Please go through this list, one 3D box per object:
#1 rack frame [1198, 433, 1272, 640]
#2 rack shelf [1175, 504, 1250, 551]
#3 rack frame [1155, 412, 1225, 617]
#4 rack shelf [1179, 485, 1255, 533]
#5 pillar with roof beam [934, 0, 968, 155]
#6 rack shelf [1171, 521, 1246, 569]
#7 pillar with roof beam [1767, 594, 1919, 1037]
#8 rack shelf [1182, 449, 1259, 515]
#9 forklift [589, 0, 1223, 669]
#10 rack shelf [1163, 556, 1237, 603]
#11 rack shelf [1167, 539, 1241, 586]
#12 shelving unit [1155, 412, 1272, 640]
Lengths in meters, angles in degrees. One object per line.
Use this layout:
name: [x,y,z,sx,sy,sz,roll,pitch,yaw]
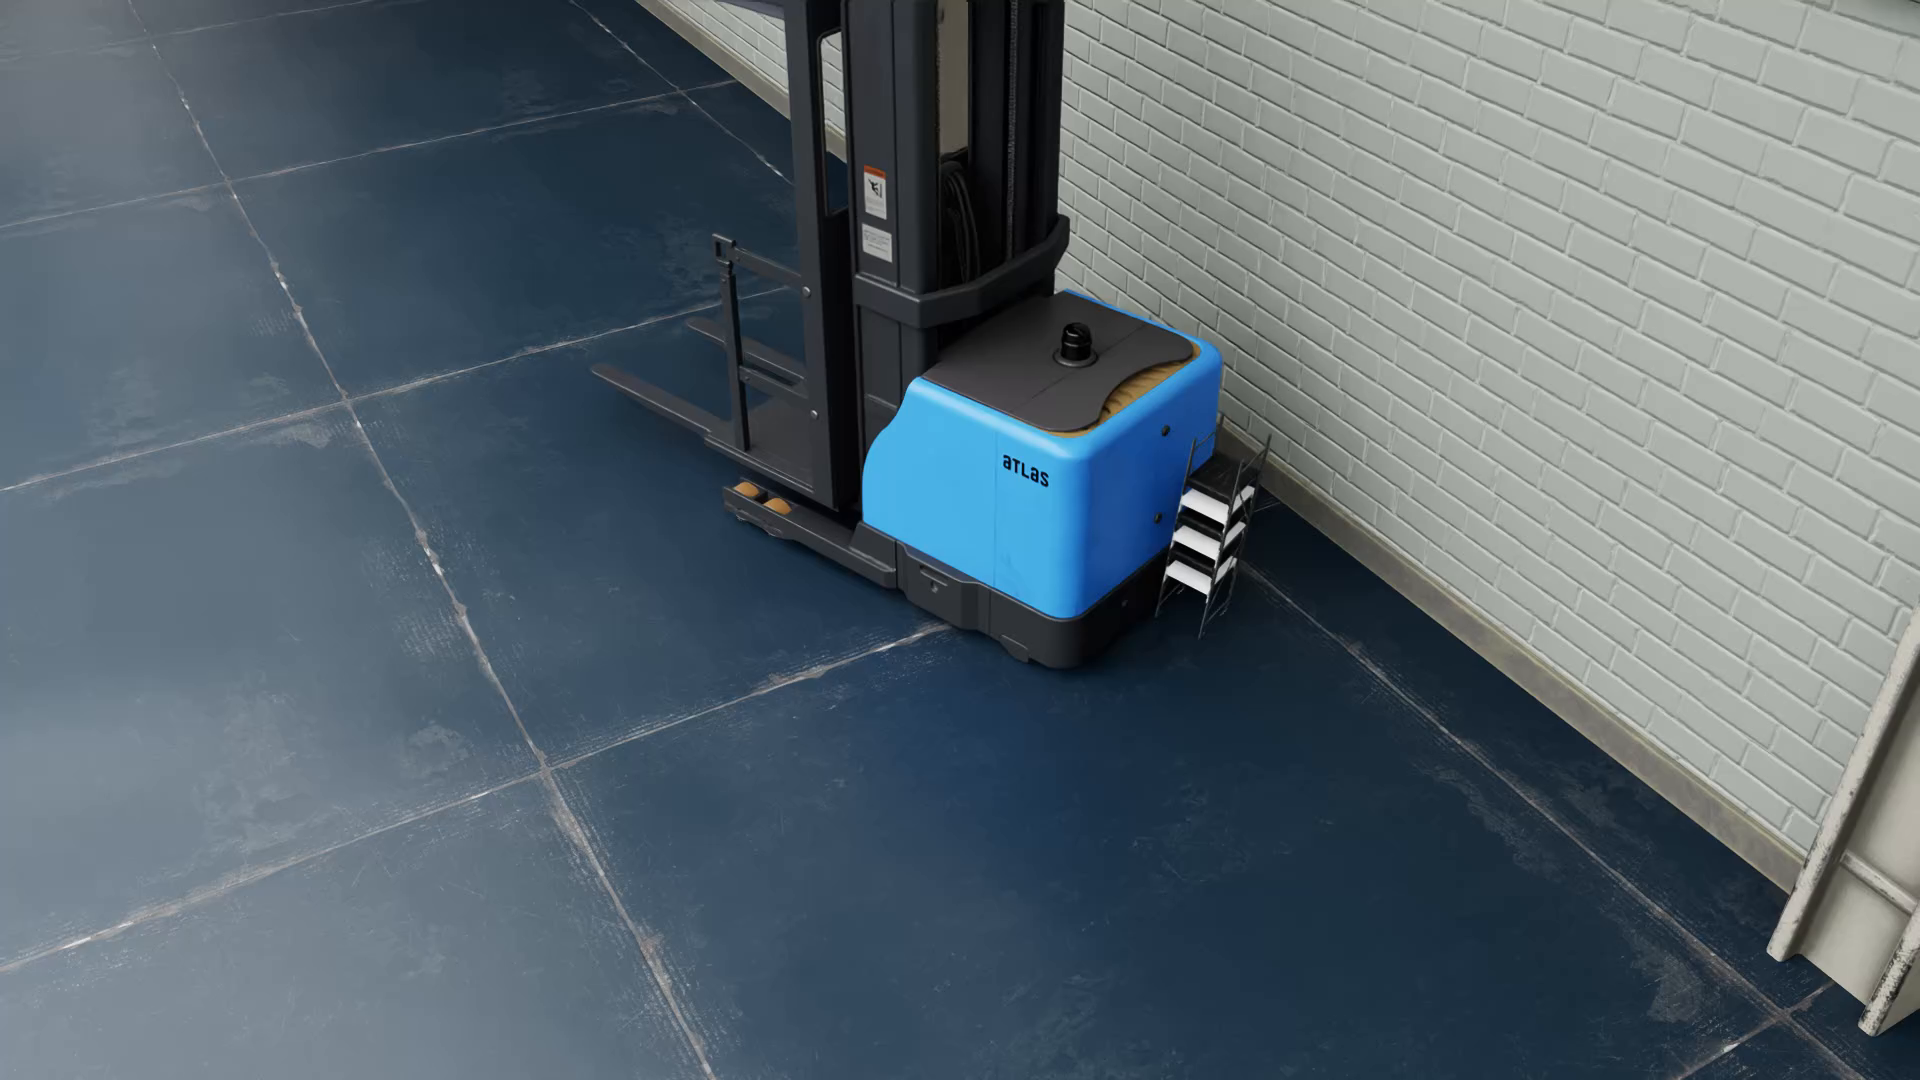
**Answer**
rack frame: [1.069,-0.001,6.491,0.006,0.900,0.240,28,44,24]
rack shelf: [0.992,-0.088,6.496,0.200,0.077,0.258,28,44,24]
rack frame: [0.905,-0.087,6.574,0.006,0.900,0.240,28,44,24]
rack shelf: [1.000,-0.157,6.439,0.200,0.077,0.258,28,44,24]
pillar with roof beam: [-3.880,-4.025,5.132,9.100,9.000,0.400,-19,40,-24]
rack shelf: [0.984,-0.018,6.554,0.200,0.077,0.258,28,44,24]
pillar with roof beam: [-0.866,-0.965,0.942,9.100,9.000,0.400,-19,40,-24]
rack shelf: [1.007,-0.226,6.382,0.200,0.077,0.258,28,44,24]
forklift: [-0.415,-1.410,6.696,3.031,2.935,1.130,26,44,31]
rack shelf: [0.969,0.120,6.668,0.200,0.077,0.258,28,44,24]
rack shelf: [0.977,0.051,6.611,0.200,0.077,0.258,28,44,24]
shelving unit: [0.987,-0.044,6.532,0.210,0.900,0.258,28,44,24]
